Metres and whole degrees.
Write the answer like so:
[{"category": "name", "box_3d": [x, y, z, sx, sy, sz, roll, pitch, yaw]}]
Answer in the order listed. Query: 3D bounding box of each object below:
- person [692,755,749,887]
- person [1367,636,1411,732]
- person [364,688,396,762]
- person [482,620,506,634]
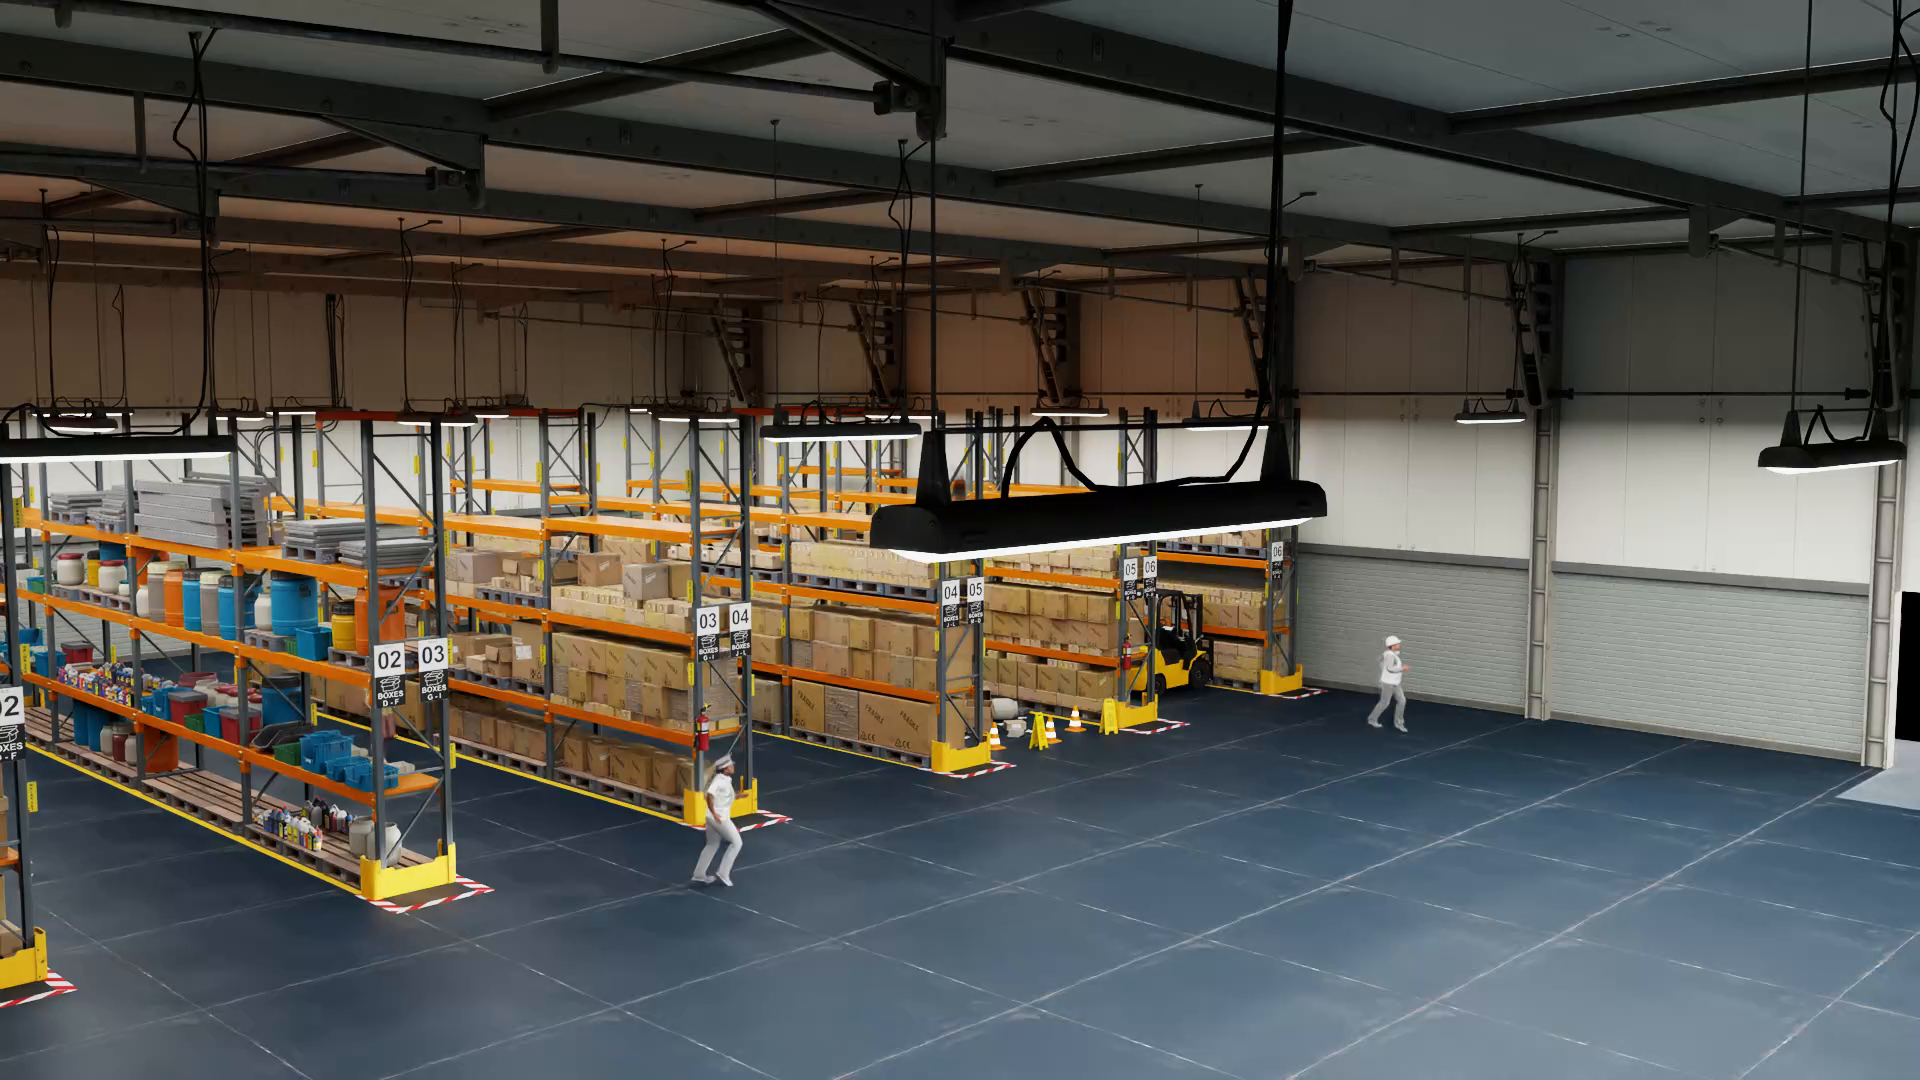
[{"category": "person", "box_3d": [-3.061, 3.619, 21.376, 0.761, 1.724, 0.577, -2, 5, -18]}, {"category": "person", "box_3d": [8.023, 2.709, 31.079, 0.782, 1.840, 0.627, 2, 6, 25]}, {"category": "person", "box_3d": [-9.936, 2.998, 28.562, 0.592, 1.635, 0.621, -4, 7, -41]}, {"category": "person", "box_3d": [-11.710, 1.765, 41.767, 0.607, 1.819, 0.854, 1, 5, 14]}]
